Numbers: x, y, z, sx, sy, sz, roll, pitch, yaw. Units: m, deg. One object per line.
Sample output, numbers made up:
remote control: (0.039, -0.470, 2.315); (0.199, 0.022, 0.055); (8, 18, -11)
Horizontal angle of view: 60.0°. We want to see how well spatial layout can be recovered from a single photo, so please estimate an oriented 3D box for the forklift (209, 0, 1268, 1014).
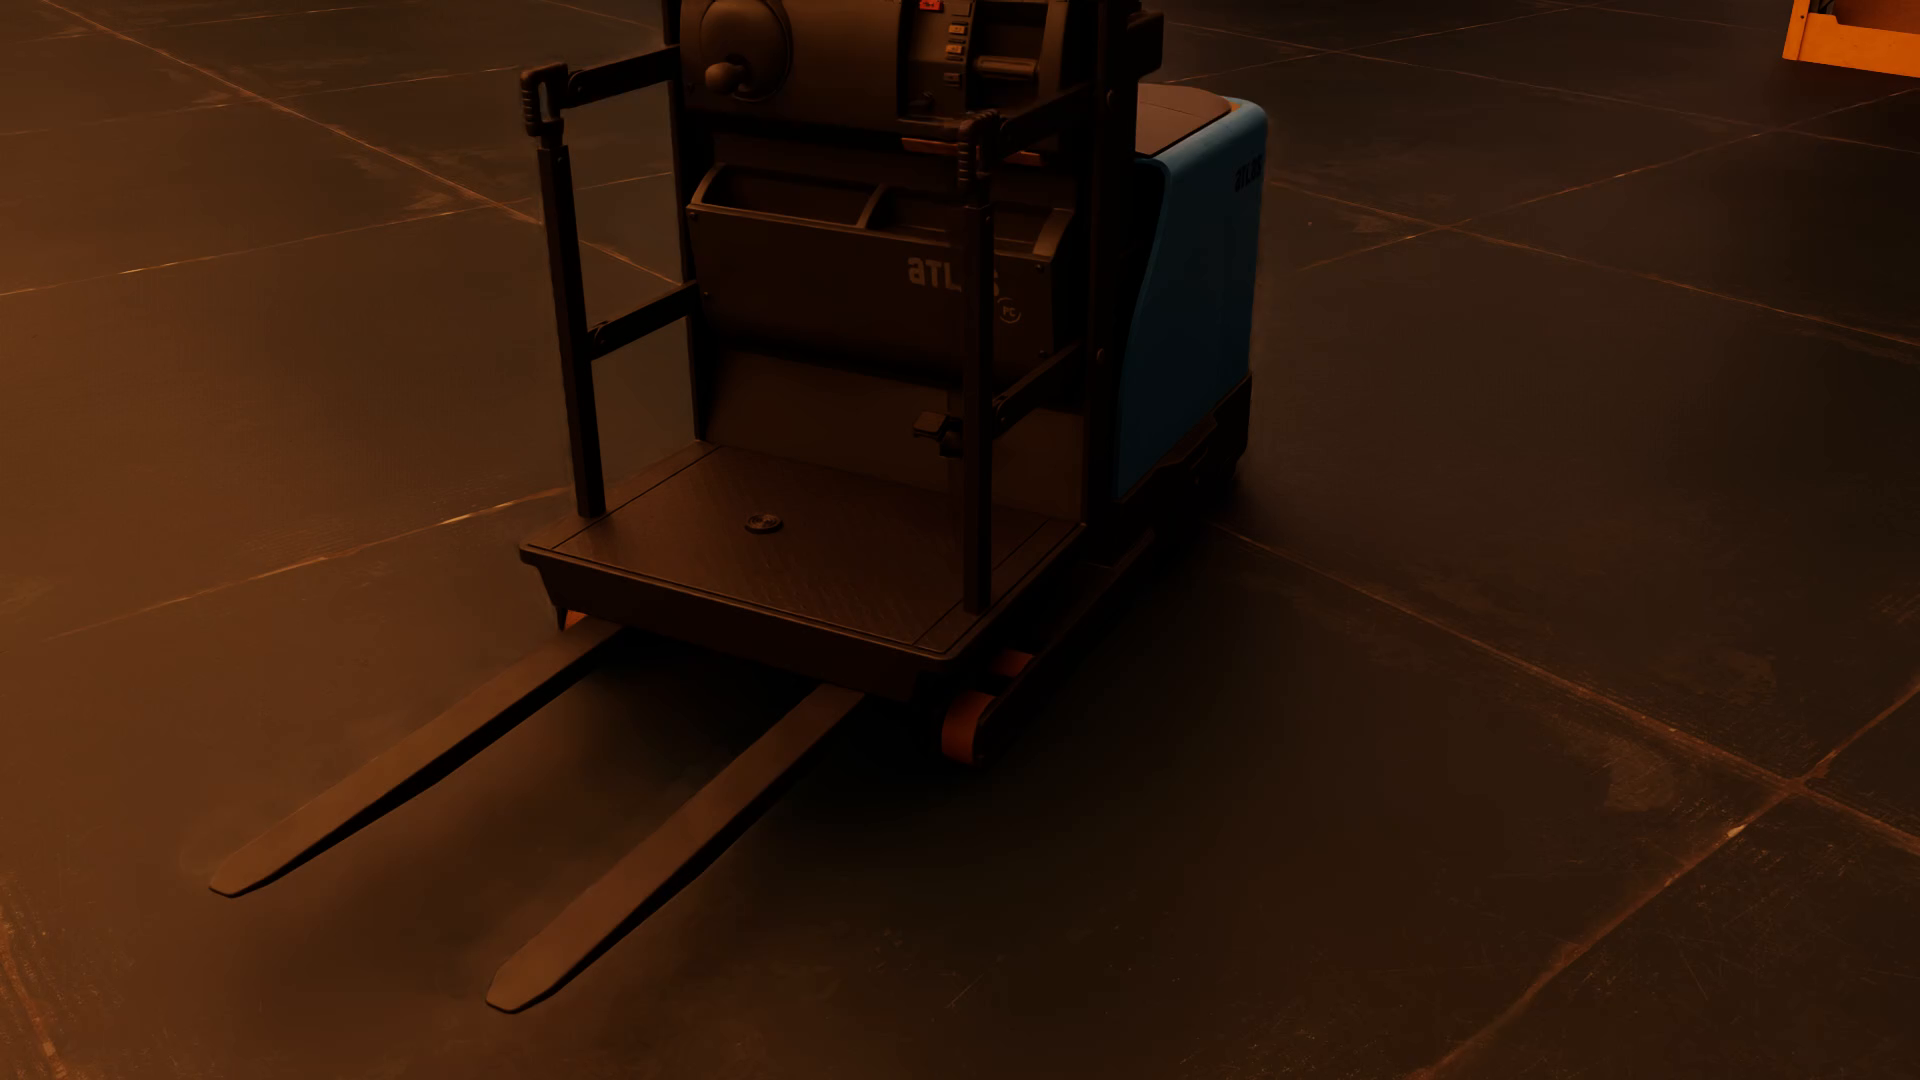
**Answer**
forklift: (-0.284, -1.056, 3.331); (1.130, 2.935, 3.031); (13, 29, 24)
